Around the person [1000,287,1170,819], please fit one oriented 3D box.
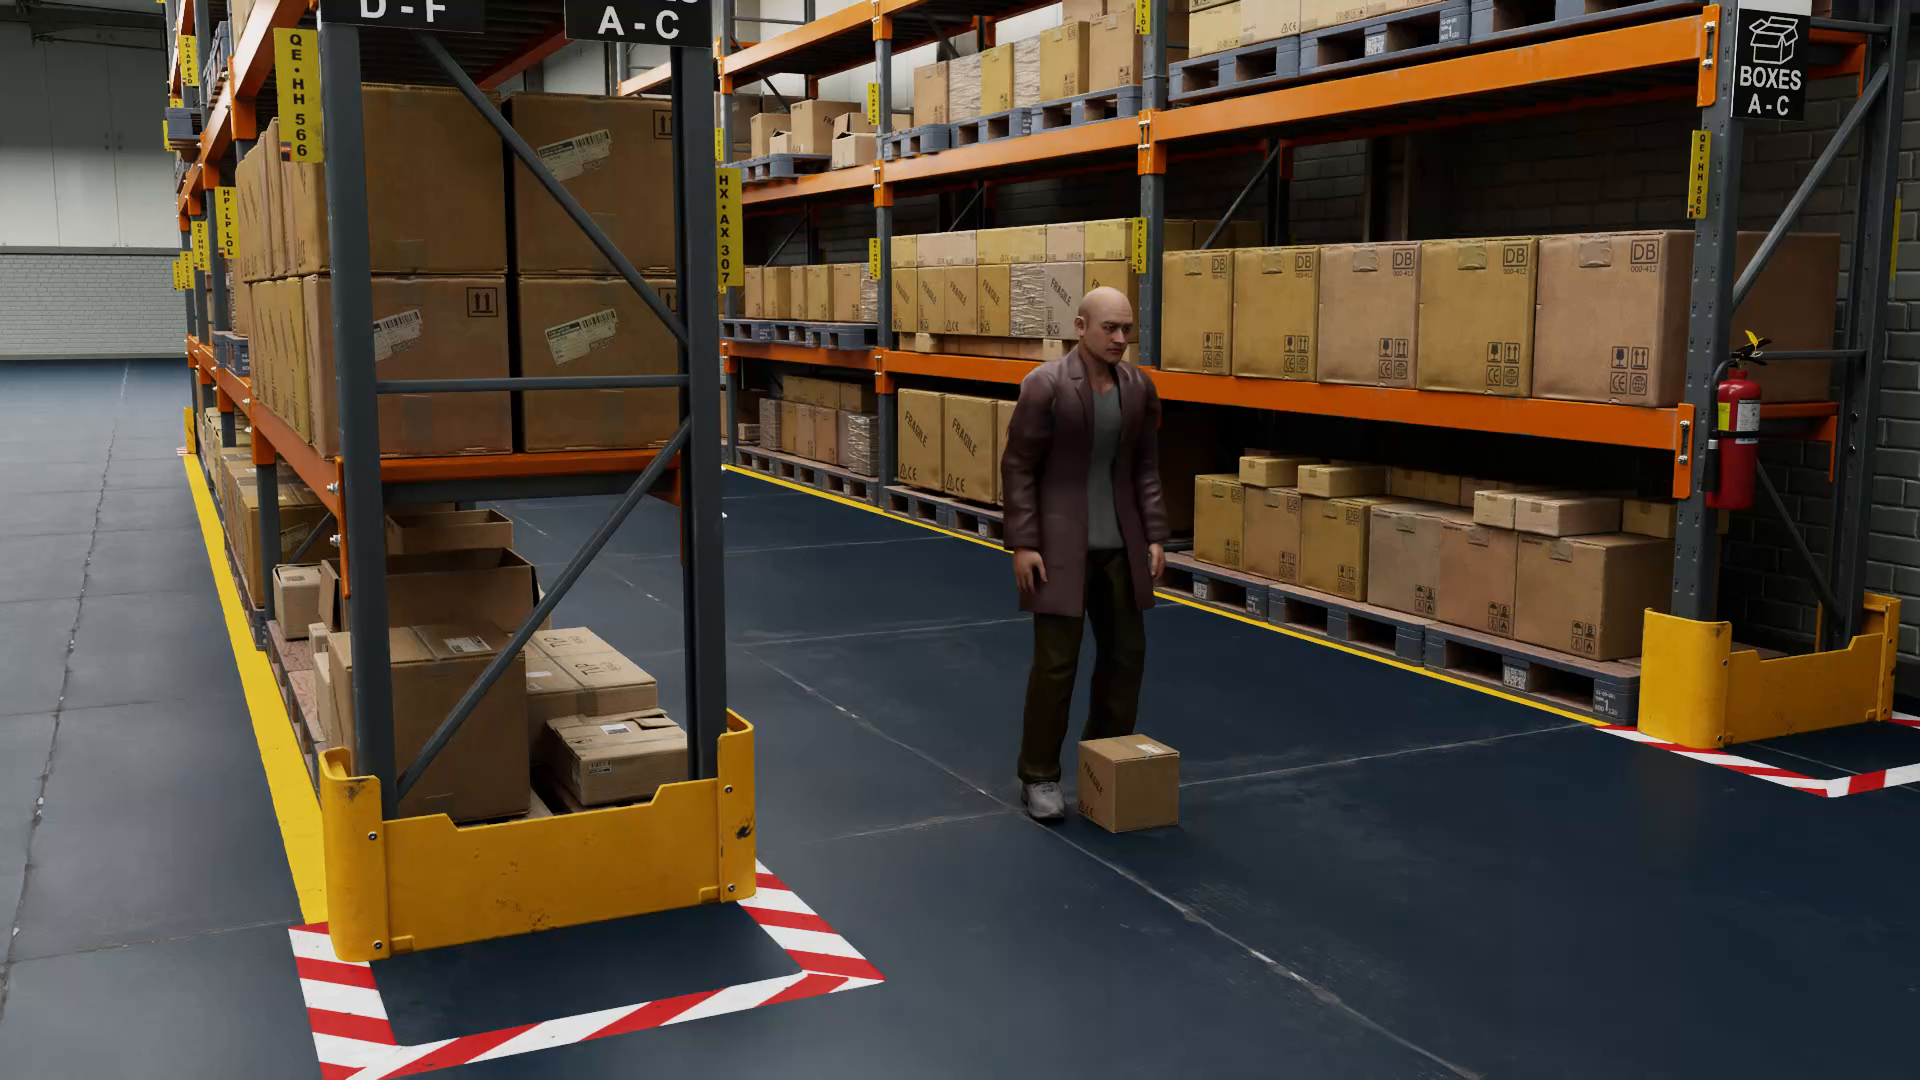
[{"bbox_3d":[0.440,0.030,5.685,0.640,1.773,0.427,-4,9,-26],"label":"person"}]
